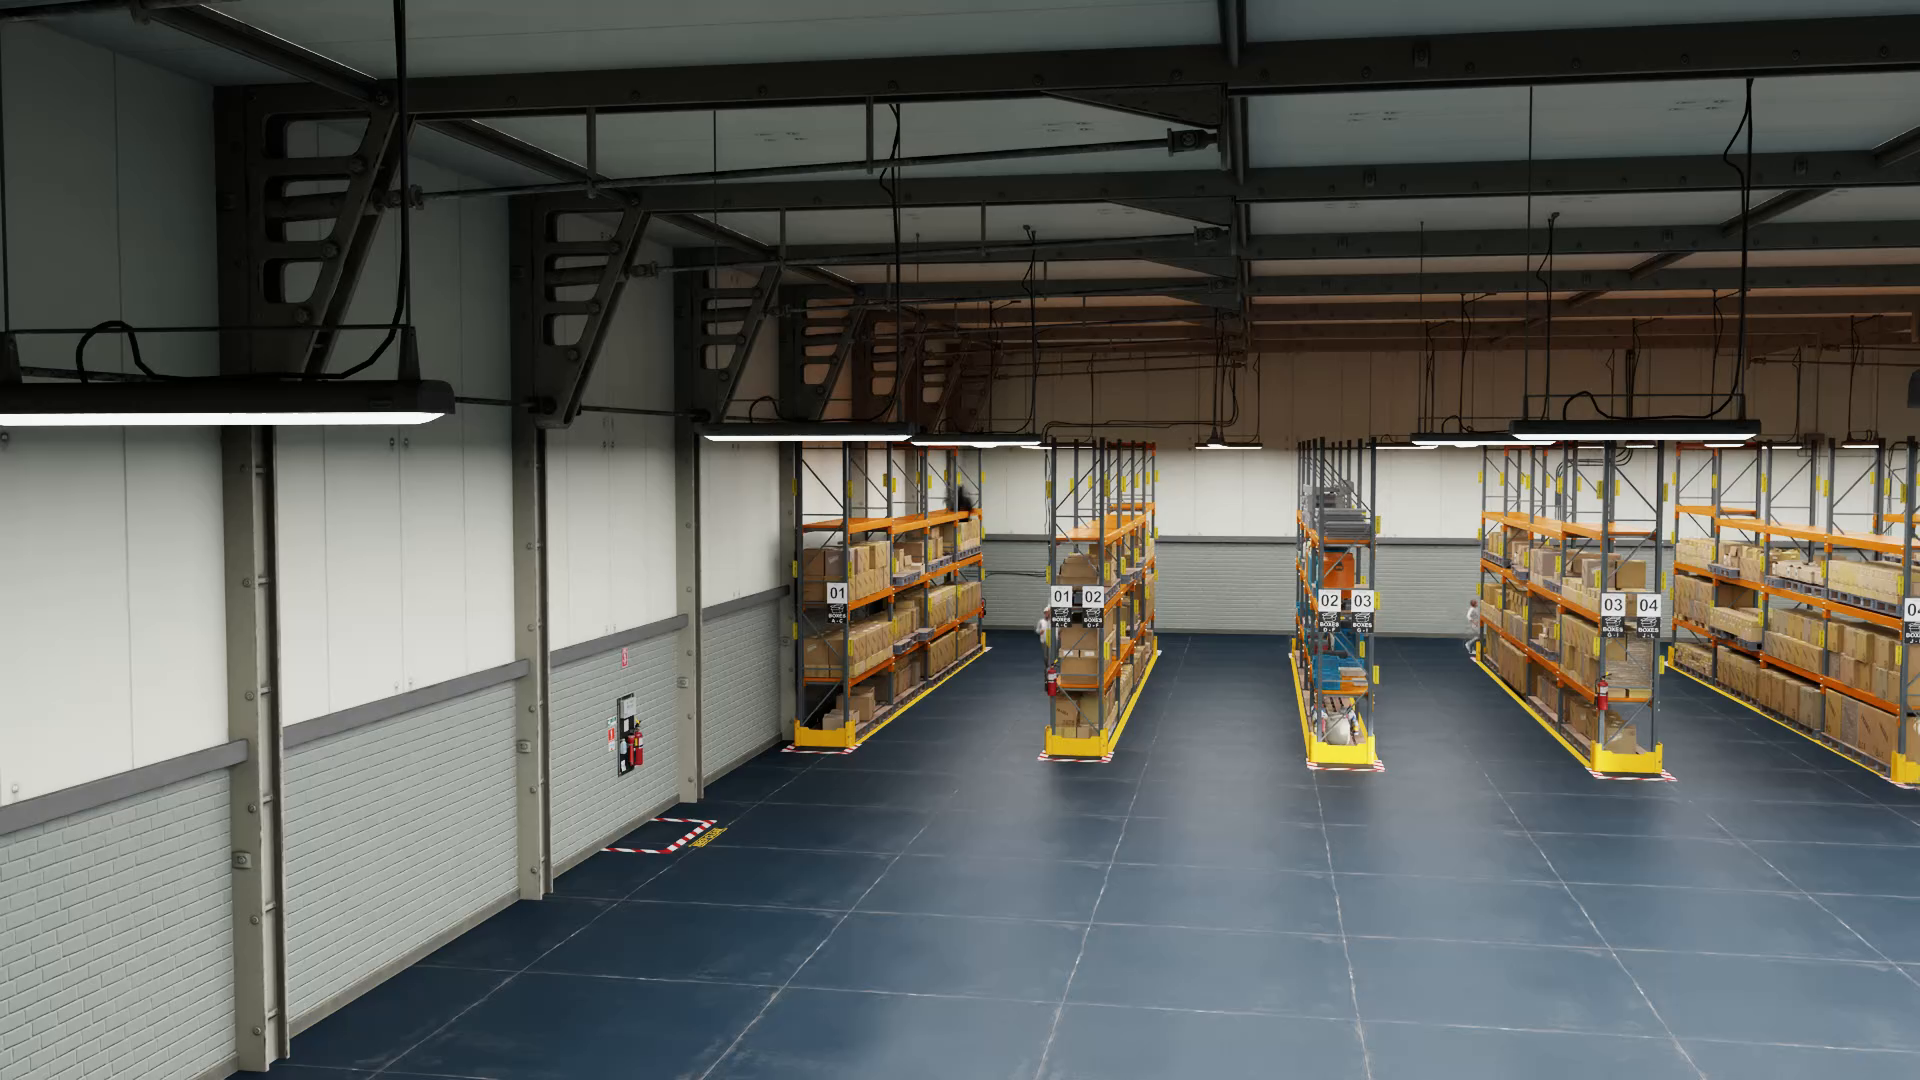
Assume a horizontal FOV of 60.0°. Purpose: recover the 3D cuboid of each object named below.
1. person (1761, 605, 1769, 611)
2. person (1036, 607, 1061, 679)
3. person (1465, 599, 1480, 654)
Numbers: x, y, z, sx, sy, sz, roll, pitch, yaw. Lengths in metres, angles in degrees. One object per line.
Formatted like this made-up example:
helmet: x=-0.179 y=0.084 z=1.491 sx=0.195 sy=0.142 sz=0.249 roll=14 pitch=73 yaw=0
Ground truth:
person: x=20.731 y=2.553 z=42.895 sx=0.703 sy=1.749 sz=0.950 roll=0 pitch=3 yaw=9
person: x=2.207 y=2.555 z=41.405 sx=0.661 sy=1.781 sz=0.953 roll=1 pitch=3 yaw=14
person: x=14.600 y=2.453 z=47.060 sx=0.546 sy=1.554 sz=0.532 roll=2 pitch=3 yaw=27
